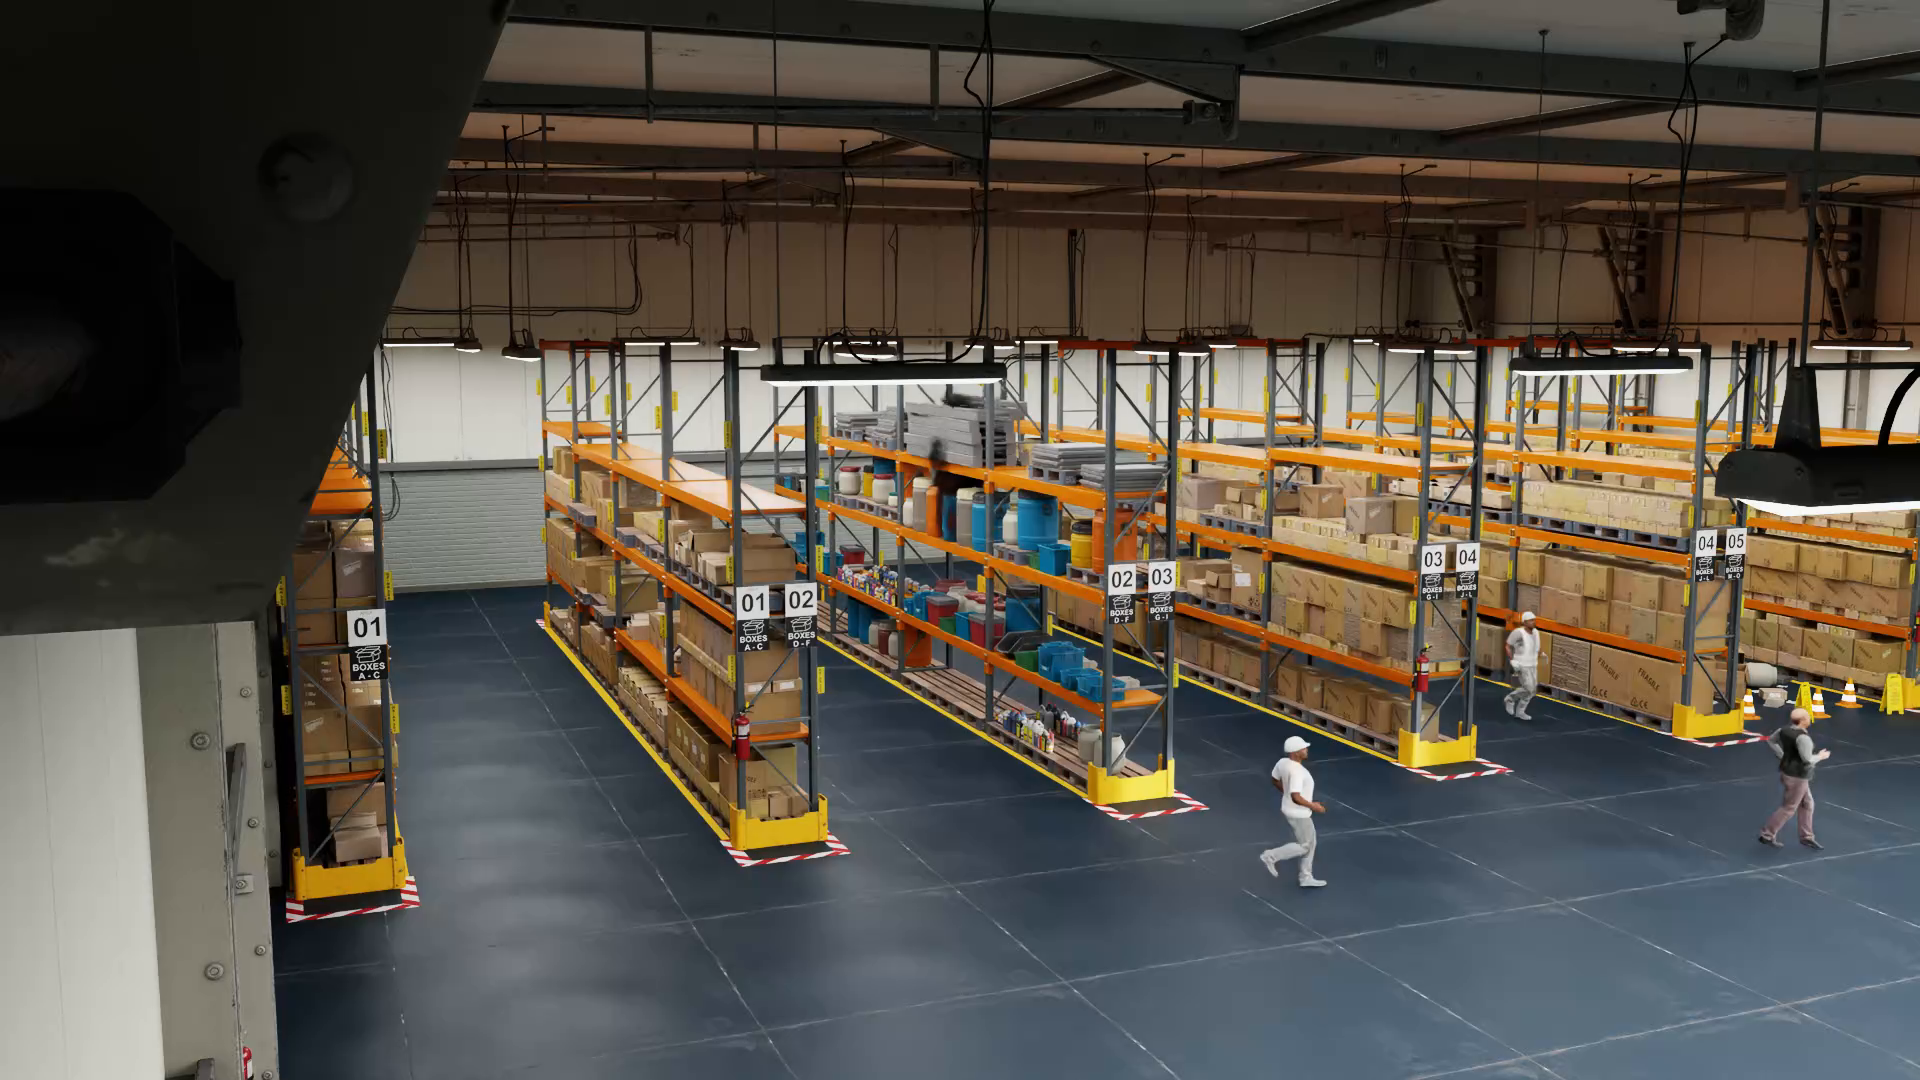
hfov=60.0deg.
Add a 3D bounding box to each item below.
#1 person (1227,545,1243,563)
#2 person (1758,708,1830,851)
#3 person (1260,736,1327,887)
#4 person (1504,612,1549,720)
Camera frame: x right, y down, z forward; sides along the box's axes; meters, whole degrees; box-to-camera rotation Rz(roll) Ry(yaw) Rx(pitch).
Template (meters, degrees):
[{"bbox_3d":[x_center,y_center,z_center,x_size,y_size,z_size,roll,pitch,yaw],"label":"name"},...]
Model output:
[{"bbox_3d":[5.944,0.927,35.400,0.548,1.667,1.103,-3,8,-24],"label":"person"},{"bbox_3d":[10.015,2.878,19.932,0.801,1.755,0.654,1,7,7],"label":"person"},{"bbox_3d":[3.747,3.055,18.681,0.787,1.734,0.698,0,7,-3],"label":"person"},{"bbox_3d":[9.084,2.009,26.648,0.694,1.746,0.580,-5,9,-35],"label":"person"}]
